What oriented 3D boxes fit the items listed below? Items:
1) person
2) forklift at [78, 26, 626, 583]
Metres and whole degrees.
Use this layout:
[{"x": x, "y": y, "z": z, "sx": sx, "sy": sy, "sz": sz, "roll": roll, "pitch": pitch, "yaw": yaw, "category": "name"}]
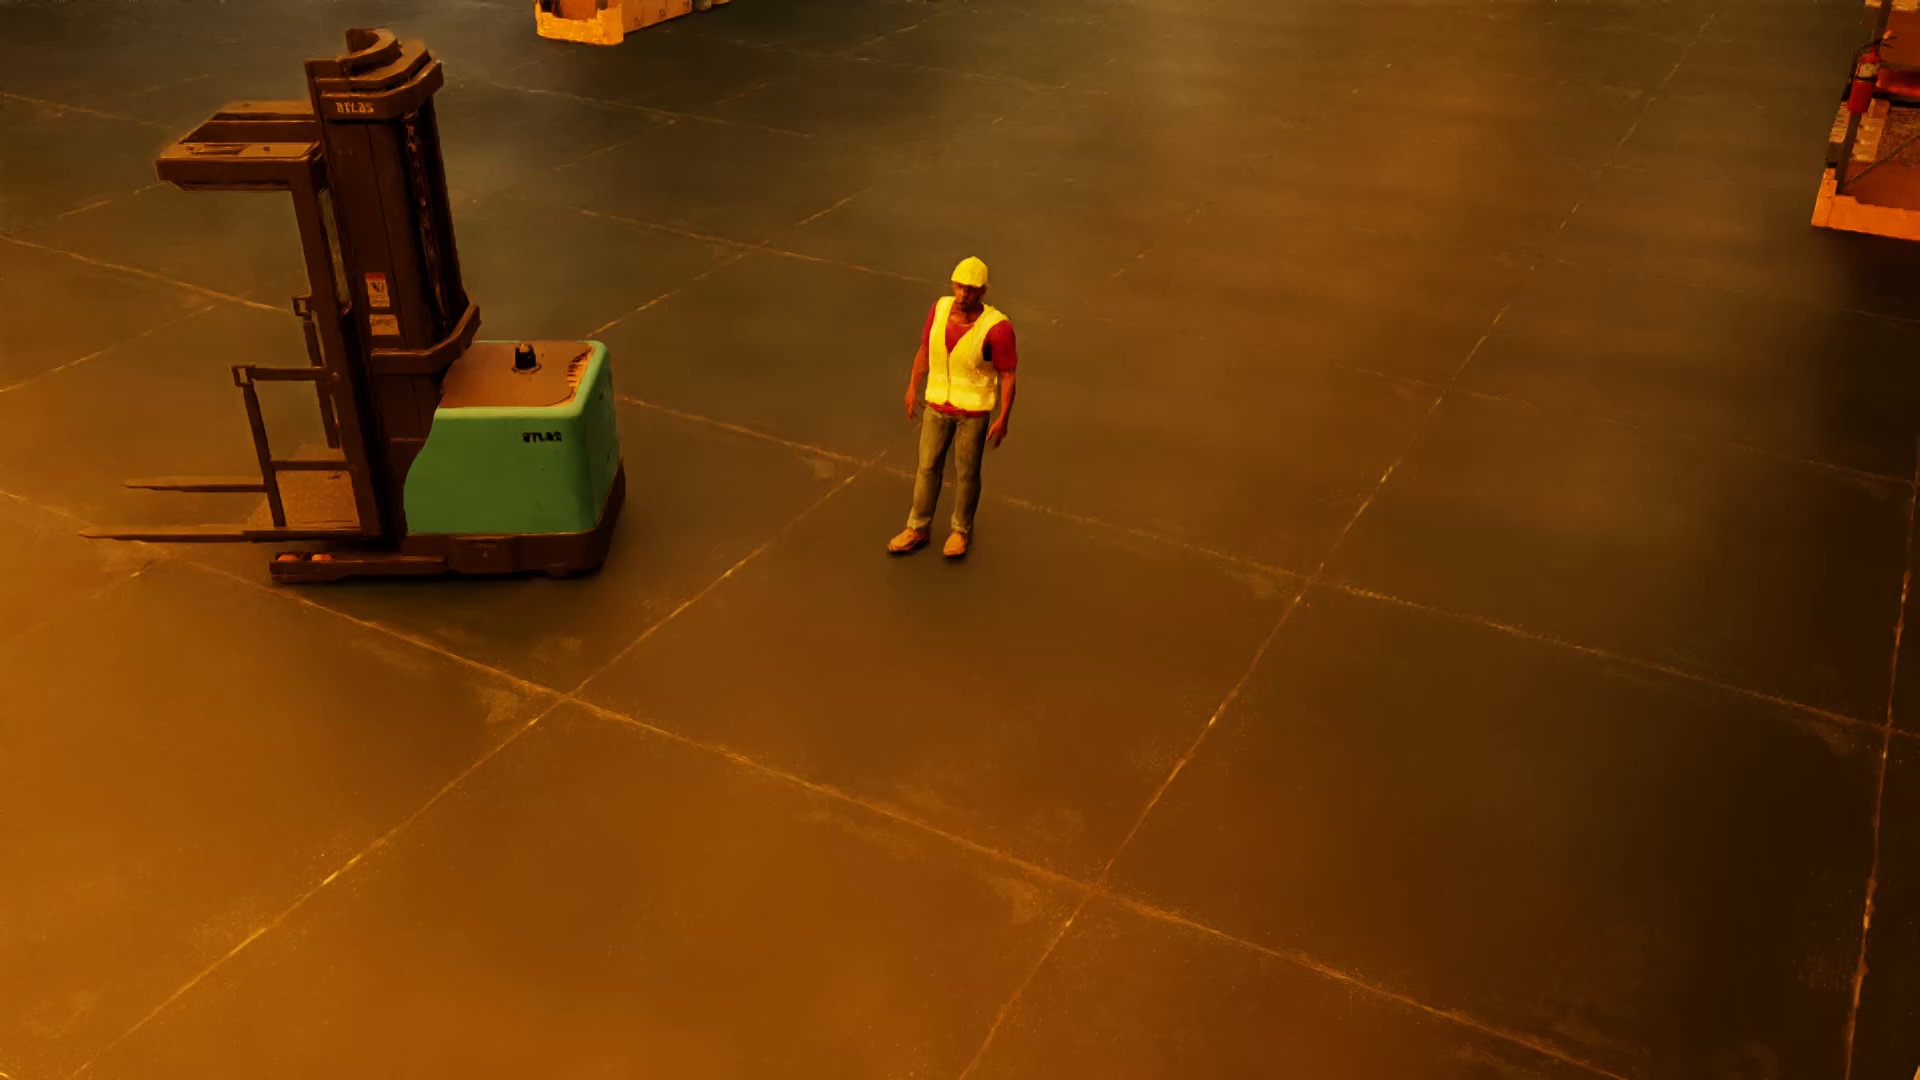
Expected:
[{"x": -0.039, "y": -0.742, "z": 9.507, "sx": 0.665, "sy": 1.766, "sz": 0.576, "roll": 15, "pitch": 33, "yaw": 25, "category": "person"}, {"x": -3.593, "y": -1.288, "z": 9.302, "sx": 3.031, "sy": 2.935, "sz": 1.130, "roll": -1, "pitch": 30, "yaw": -1, "category": "forklift"}]
